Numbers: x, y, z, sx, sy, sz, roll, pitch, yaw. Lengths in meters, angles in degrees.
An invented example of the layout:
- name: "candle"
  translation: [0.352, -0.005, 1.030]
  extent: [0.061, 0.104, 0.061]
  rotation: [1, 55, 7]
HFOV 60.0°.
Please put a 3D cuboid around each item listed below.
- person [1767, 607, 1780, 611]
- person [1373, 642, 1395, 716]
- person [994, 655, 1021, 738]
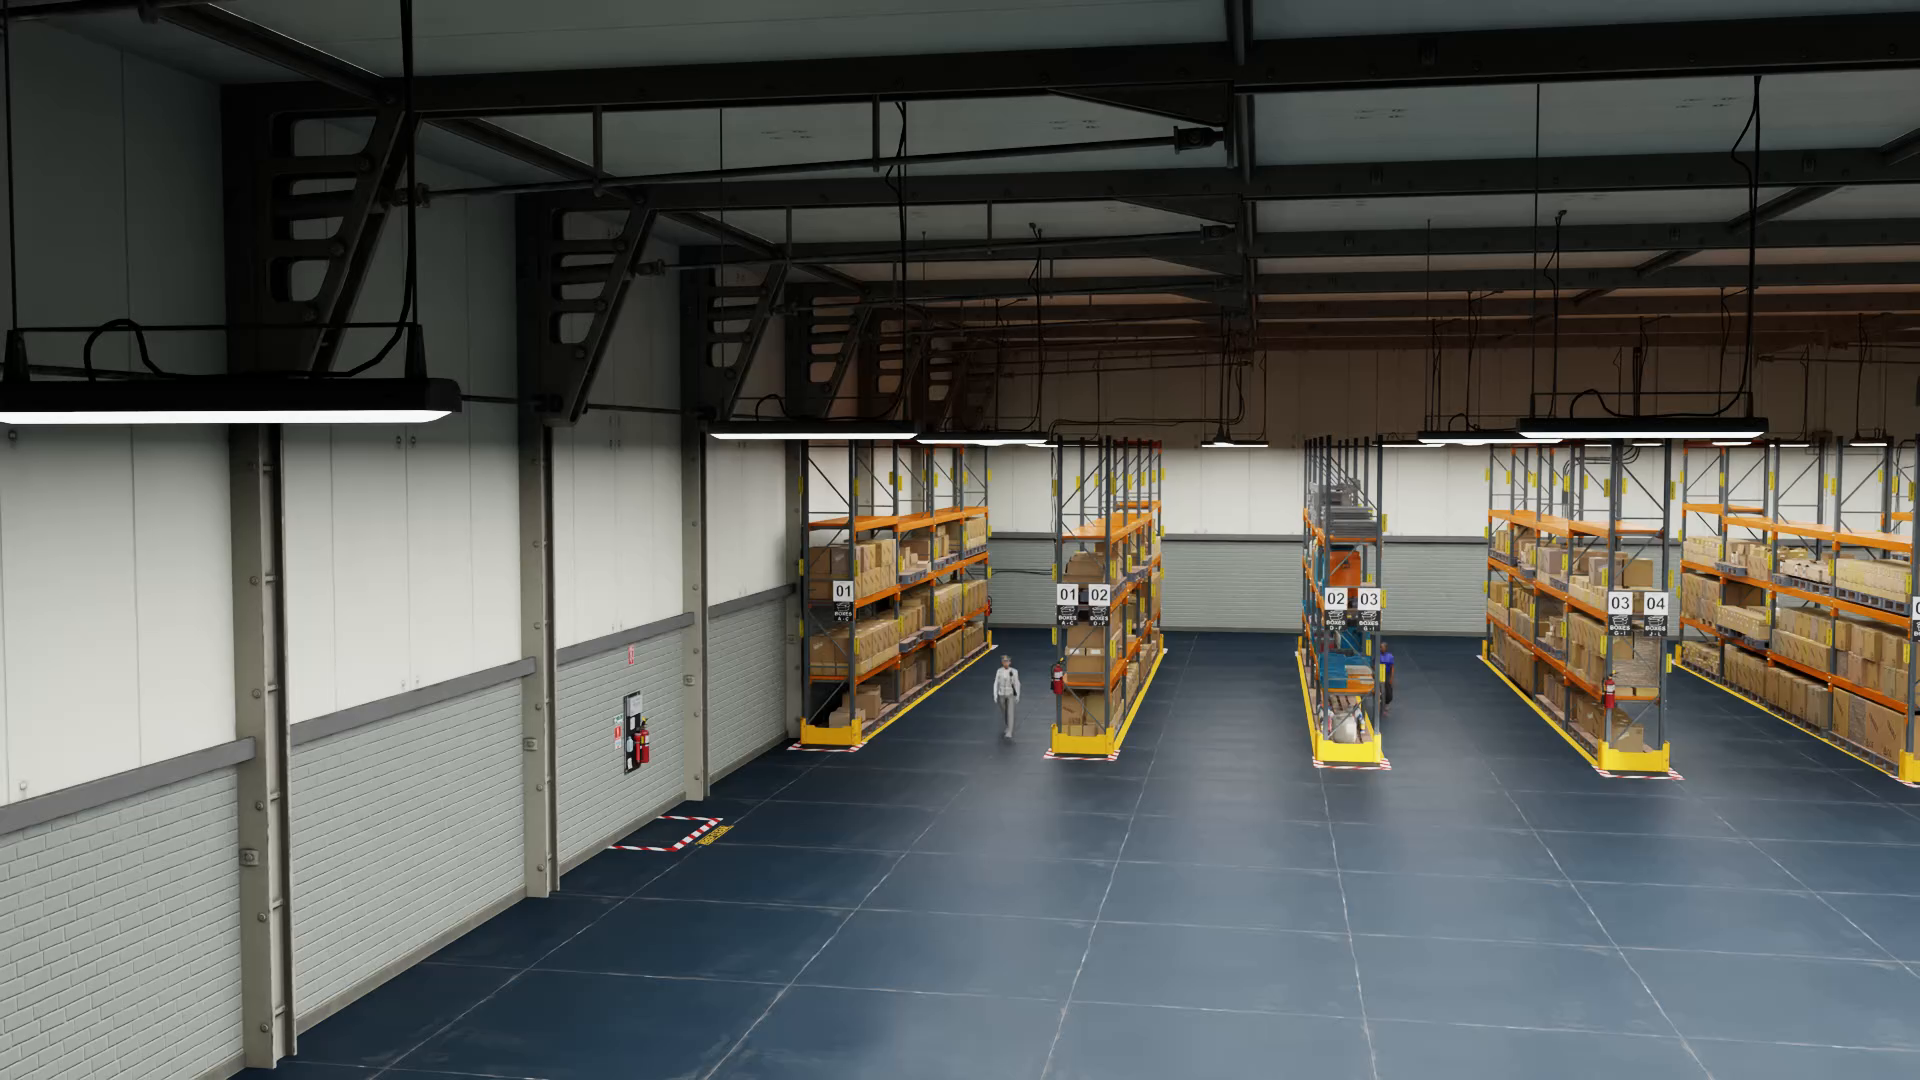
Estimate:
- name: "person"
  translation: [22.213, 2.393, 45.427]
  extent: [0.964, 1.742, 0.548]
  rotation: [0, 3, 4]
- name: "person"
  translation: [9.206, 2.983, 36.076]
  extent: [0.432, 1.551, 1.043]
  rotation: [0, 3, 4]
- name: "person"
  translation: [0.924, 3.100, 33.157]
  extent: [0.512, 1.619, 1.007]
  rotation: [1, 3, 23]
